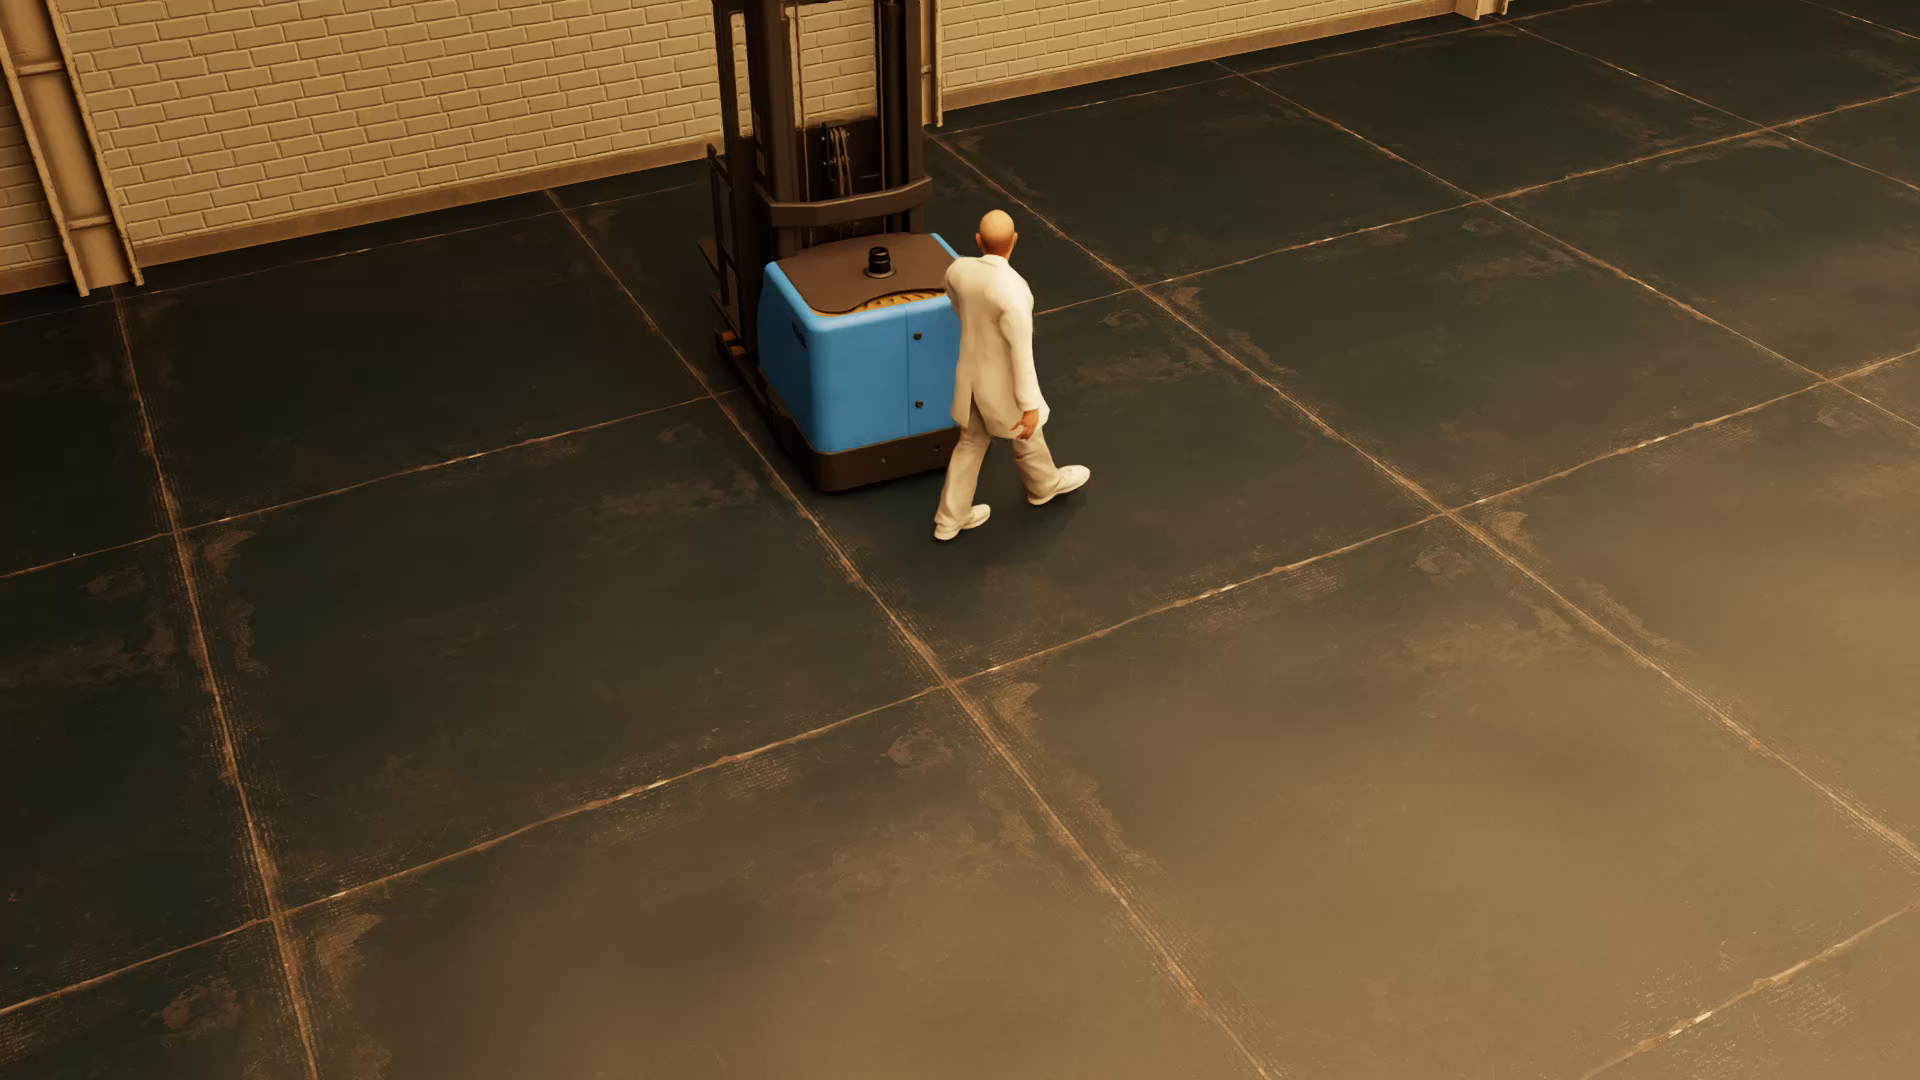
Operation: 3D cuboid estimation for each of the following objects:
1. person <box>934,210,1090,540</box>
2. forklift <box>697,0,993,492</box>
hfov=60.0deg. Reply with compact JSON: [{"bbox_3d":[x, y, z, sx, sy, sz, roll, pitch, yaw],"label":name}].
[{"bbox_3d":[0.261,-0.851,8.362,0.917,1.744,0.779,-27,43,-32],"label":"person"},{"bbox_3d":[-0.856,-2.298,9.375,1.130,2.935,3.031,-14,37,-19],"label":"forklift"}]
